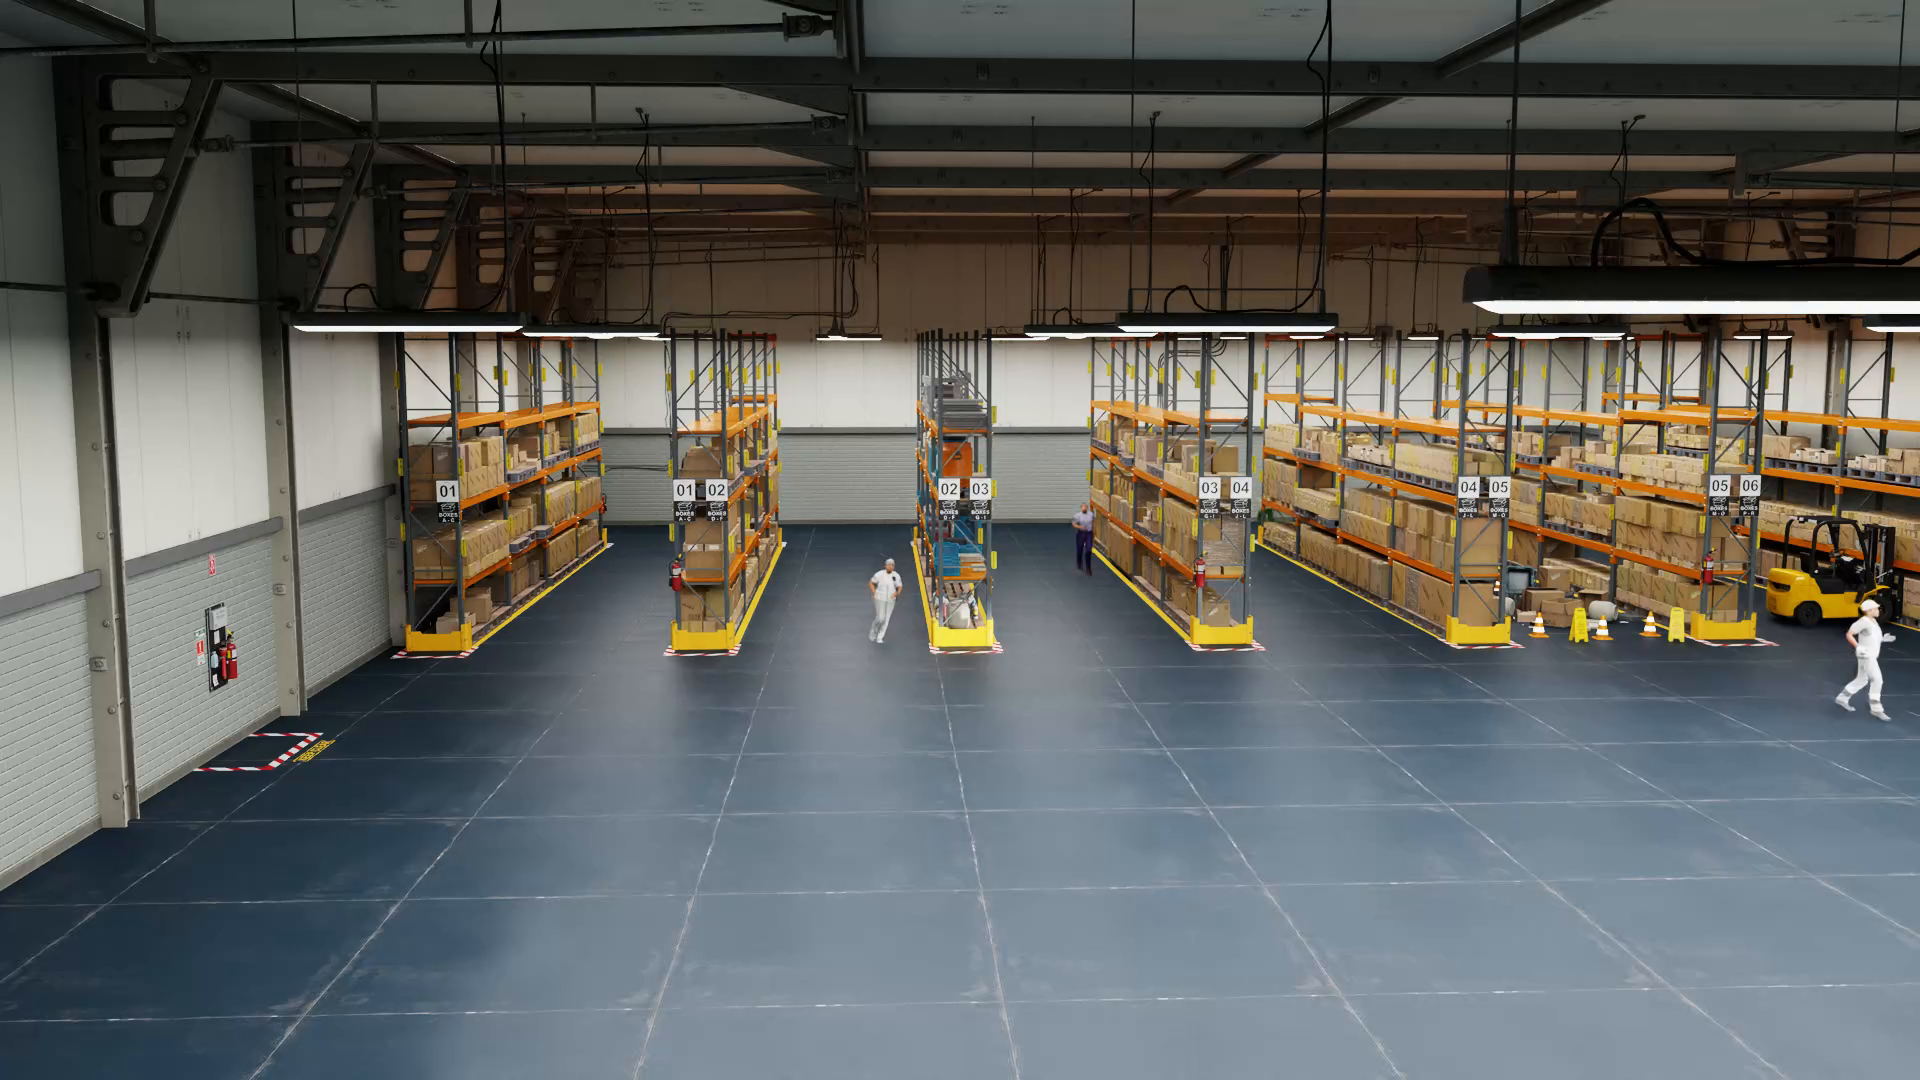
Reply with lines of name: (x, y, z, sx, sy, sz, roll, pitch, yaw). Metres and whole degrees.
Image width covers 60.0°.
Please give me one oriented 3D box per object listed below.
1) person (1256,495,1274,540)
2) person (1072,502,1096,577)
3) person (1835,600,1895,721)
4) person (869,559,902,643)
person: (8.999, -0.903, 48.810, 0.794, 1.848, 0.670, -2, 7, -20)
person: (2.984, -0.028, 39.872, 0.604, 1.764, 0.699, 0, 7, -4)
person: (13.922, 1.822, 25.542, 0.814, 1.824, 0.640, 5, 9, 38)
person: (-1.419, 1.170, 31.928, 0.643, 1.619, 0.529, -2, 7, -15)
